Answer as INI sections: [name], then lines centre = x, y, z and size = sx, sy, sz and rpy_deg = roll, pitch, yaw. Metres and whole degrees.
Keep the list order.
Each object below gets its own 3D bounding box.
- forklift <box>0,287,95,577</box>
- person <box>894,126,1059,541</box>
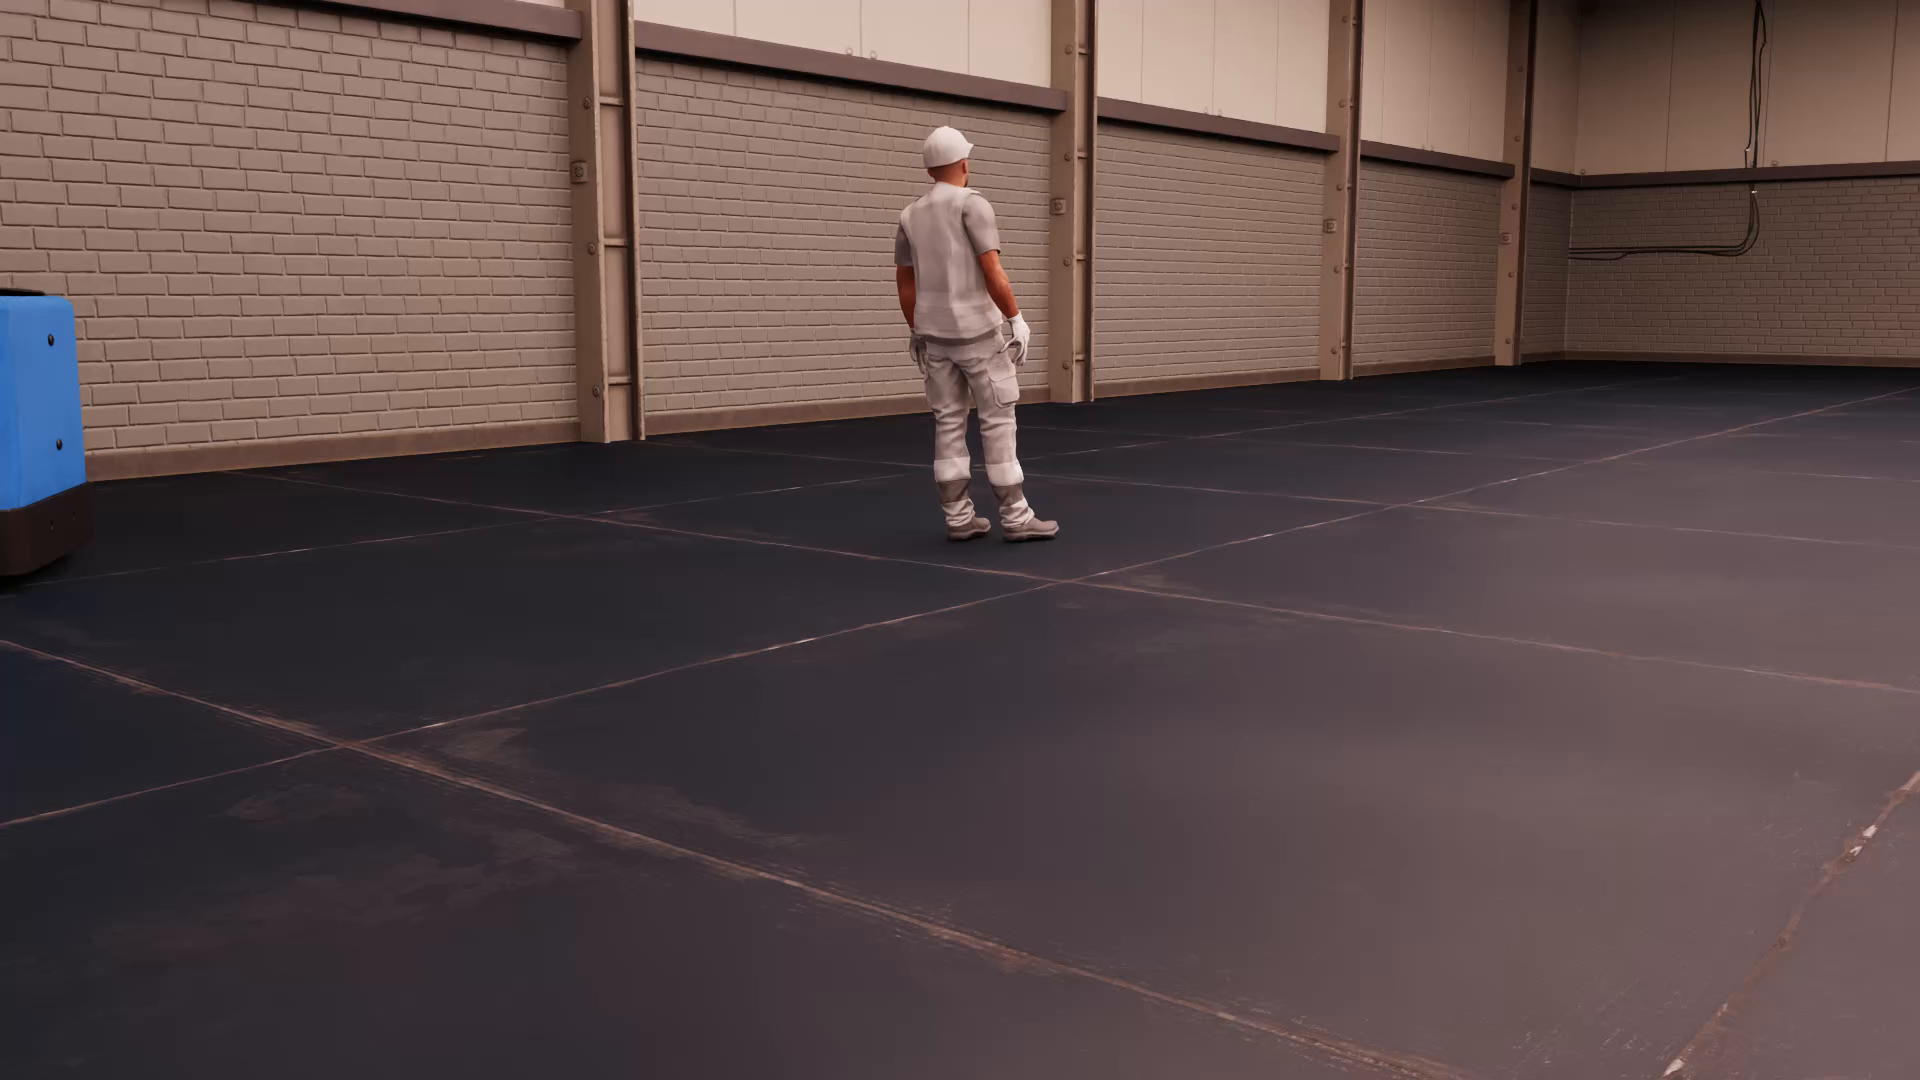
[forklift]
centre = -4.977, -1.270, 5.961
size = 3.031, 2.935, 1.130
rpy_deg = -2, 9, -13
[person]
centre = 0.060, -0.900, 7.328
size = 0.637, 1.787, 0.564
rpy_deg = 7, 11, 38
